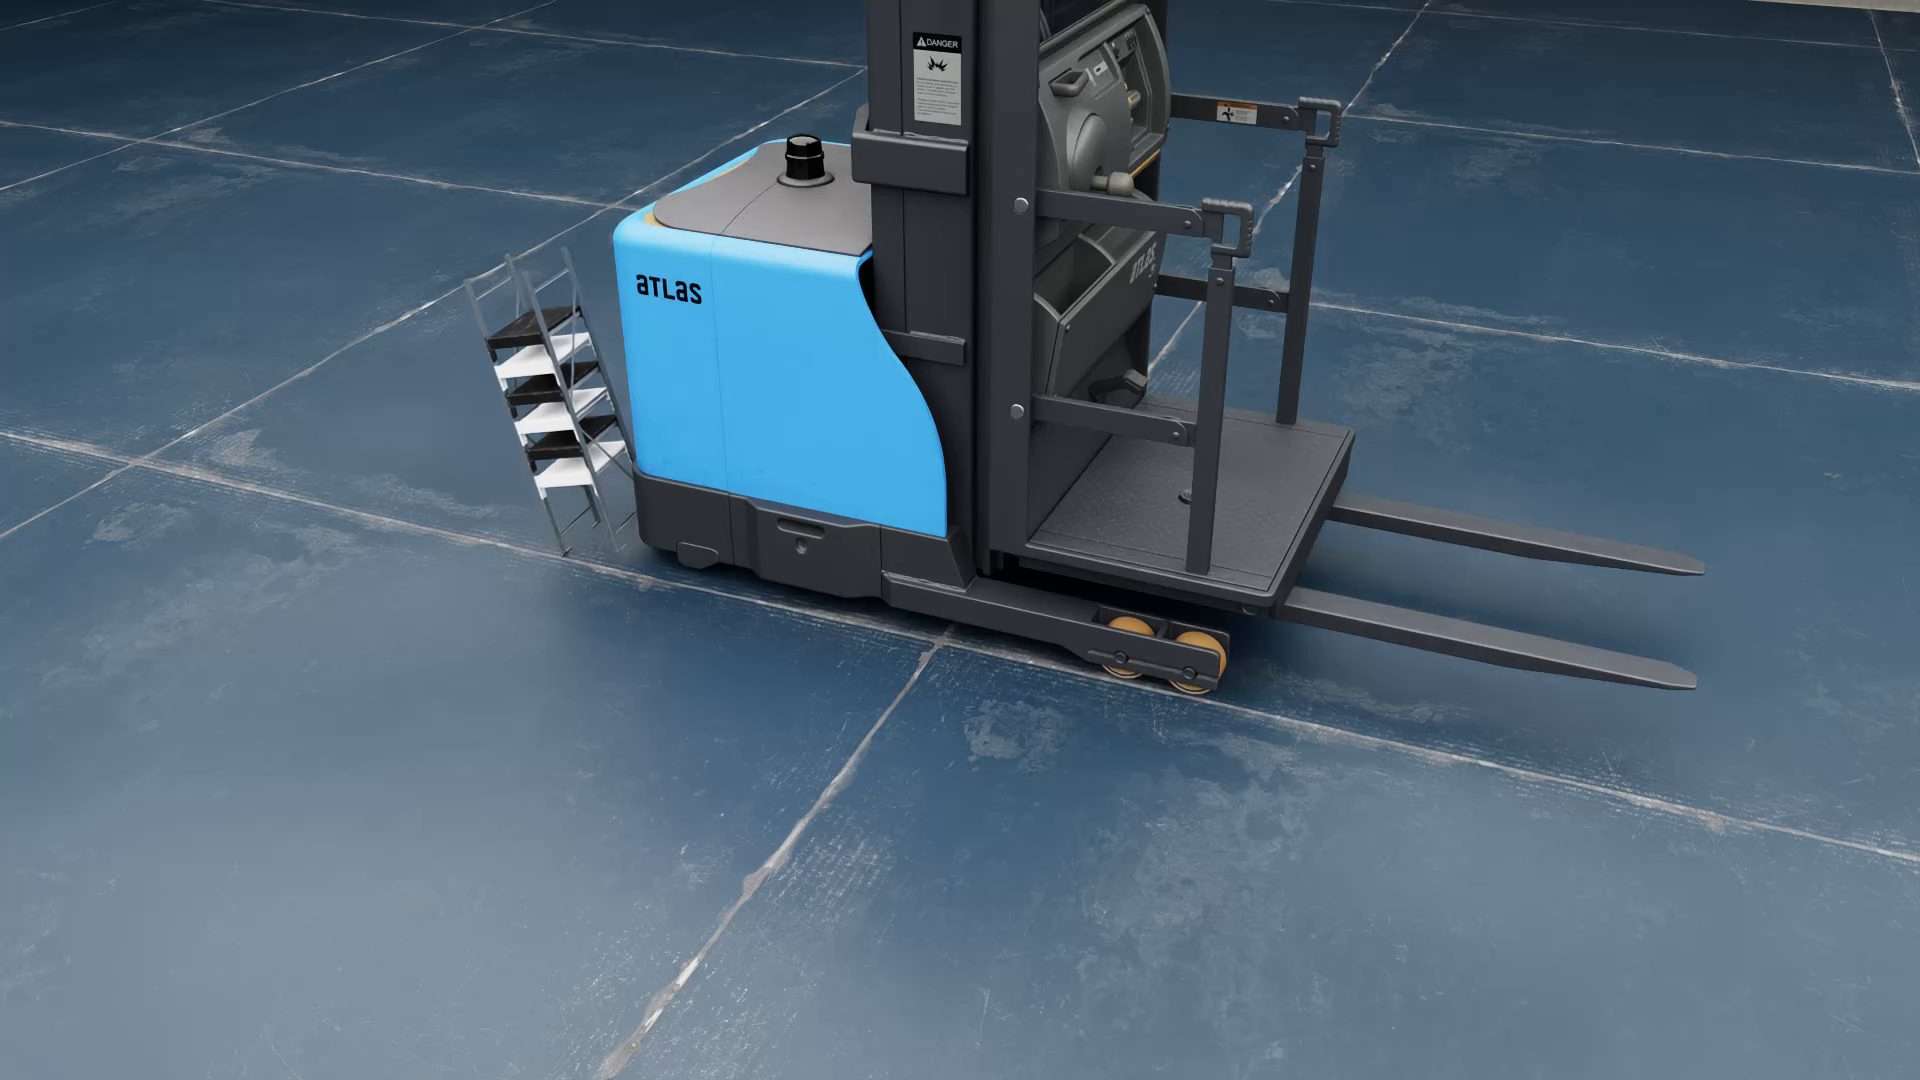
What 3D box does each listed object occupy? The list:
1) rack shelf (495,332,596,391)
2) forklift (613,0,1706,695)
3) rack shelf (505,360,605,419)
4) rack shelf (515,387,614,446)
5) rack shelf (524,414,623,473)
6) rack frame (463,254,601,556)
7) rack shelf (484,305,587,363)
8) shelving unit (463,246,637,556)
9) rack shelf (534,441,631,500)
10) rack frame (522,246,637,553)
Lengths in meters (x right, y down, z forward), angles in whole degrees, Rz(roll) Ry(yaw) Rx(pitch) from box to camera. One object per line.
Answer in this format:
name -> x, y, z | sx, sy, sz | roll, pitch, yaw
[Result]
rack shelf -> -1.230, -0.538, 4.970 | 0.200, 0.077, 0.258 | -3, 27, 22
forklift -> 0.575, -1.155, 4.315 | 3.031, 2.935, 1.130 | 12, 32, 20
rack shelf -> -1.211, -0.458, 5.008 | 0.200, 0.077, 0.258 | -3, 27, 22
rack shelf -> -1.192, -0.379, 5.046 | 0.200, 0.077, 0.258 | -3, 27, 22
rack shelf -> -1.172, -0.299, 5.083 | 0.200, 0.077, 0.258 | -3, 27, 22
rack frame -> -1.293, -0.403, 5.070 | 0.006, 0.900, 0.240 | -3, 27, 22
rack shelf -> -1.249, -0.617, 4.933 | 0.200, 0.077, 0.258 | -3, 27, 22
shelving unit -> -1.199, -0.408, 5.032 | 0.210, 0.900, 0.258 | -3, 27, 22
rack shelf -> -1.153, -0.220, 5.121 | 0.200, 0.077, 0.258 | -3, 27, 22
rack frame -> -1.105, -0.413, 4.994 | 0.006, 0.900, 0.240 | -3, 27, 22
